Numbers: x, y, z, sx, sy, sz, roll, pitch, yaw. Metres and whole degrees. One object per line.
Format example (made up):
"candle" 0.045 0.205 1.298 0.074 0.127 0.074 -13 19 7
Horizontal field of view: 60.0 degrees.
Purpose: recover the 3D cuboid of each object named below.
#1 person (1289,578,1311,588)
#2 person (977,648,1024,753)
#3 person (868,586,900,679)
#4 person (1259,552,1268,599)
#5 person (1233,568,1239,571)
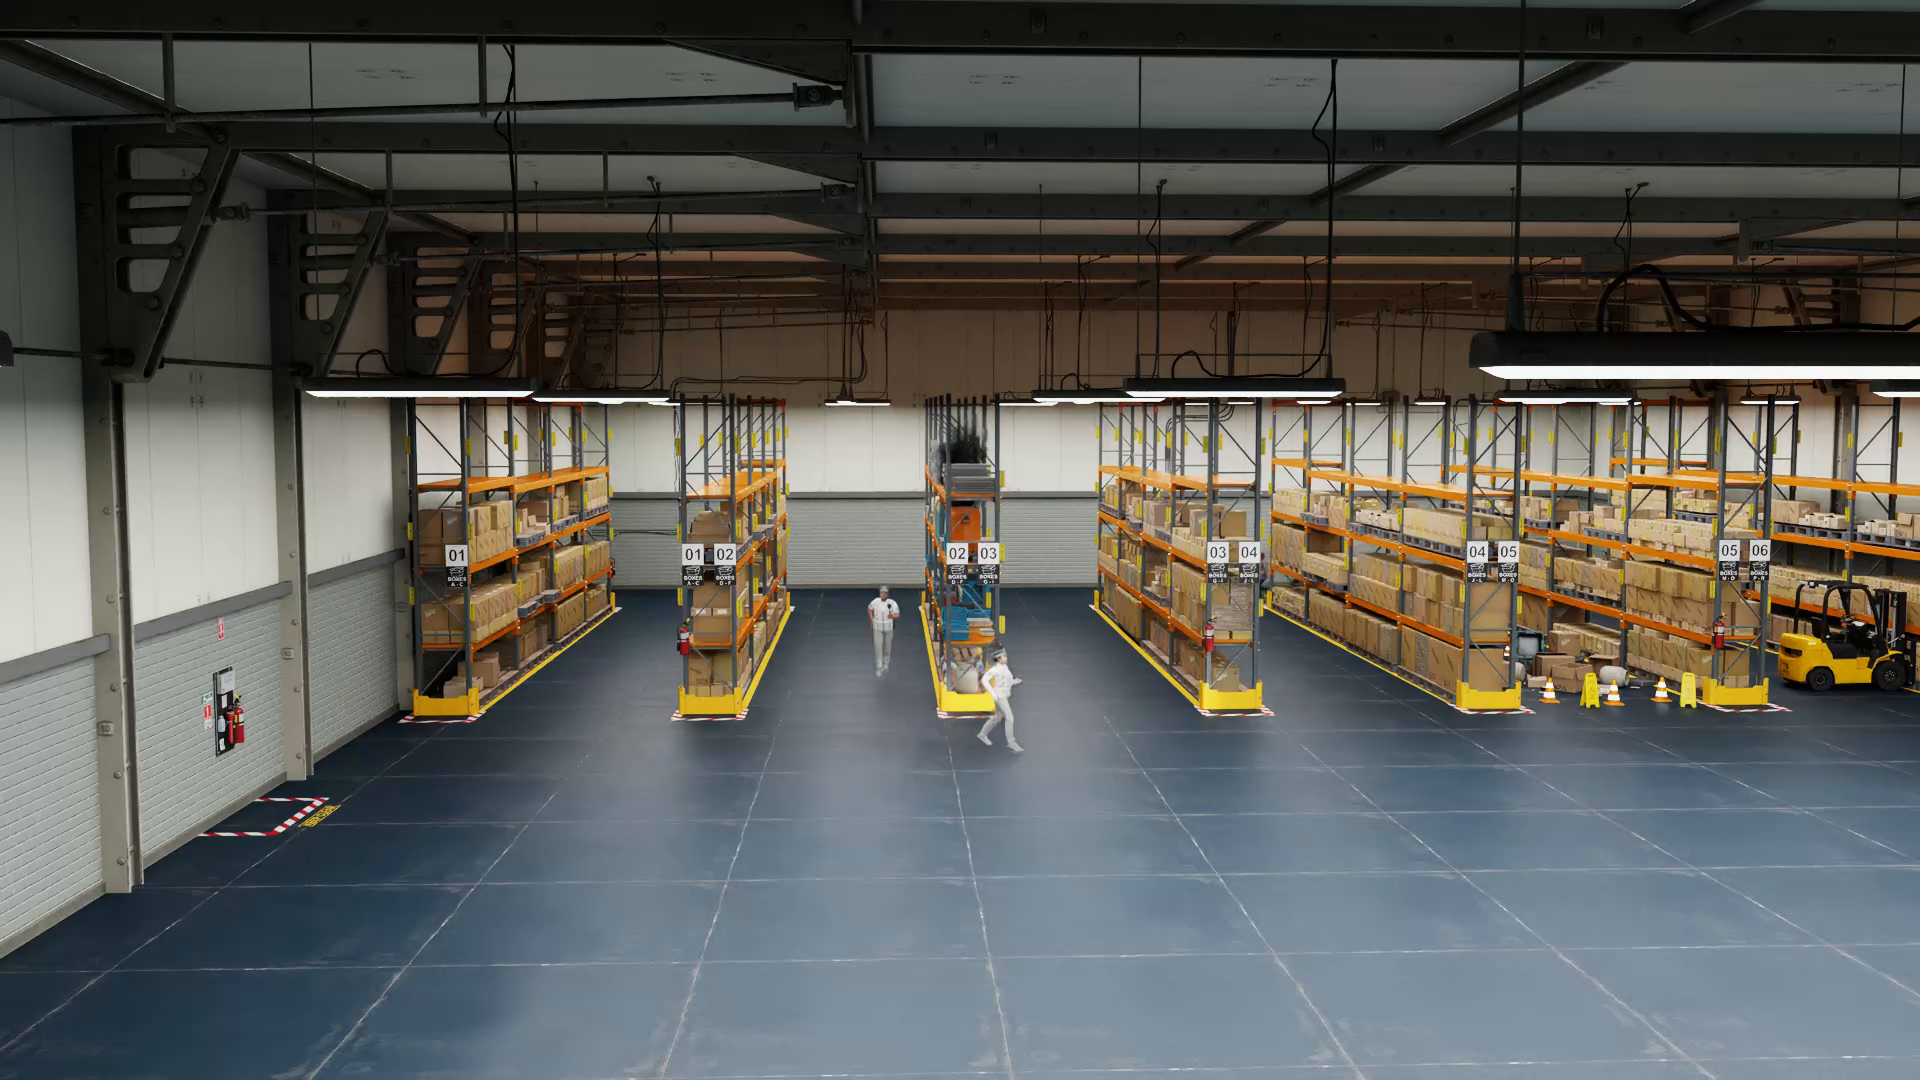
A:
"person" 10.053 0.958 49.110 0.977 1.793 0.693 0 5 3
"person" 0.682 2.664 27.825 0.852 1.724 0.578 2 5 20
"person" -1.558 1.857 34.084 0.648 1.860 0.778 0 5 -4
"person" 8.954 1.093 49.130 0.563 1.503 0.614 -1 5 -11
"person" 7.683 1.253 45.193 0.725 1.774 1.060 0 5 -2
